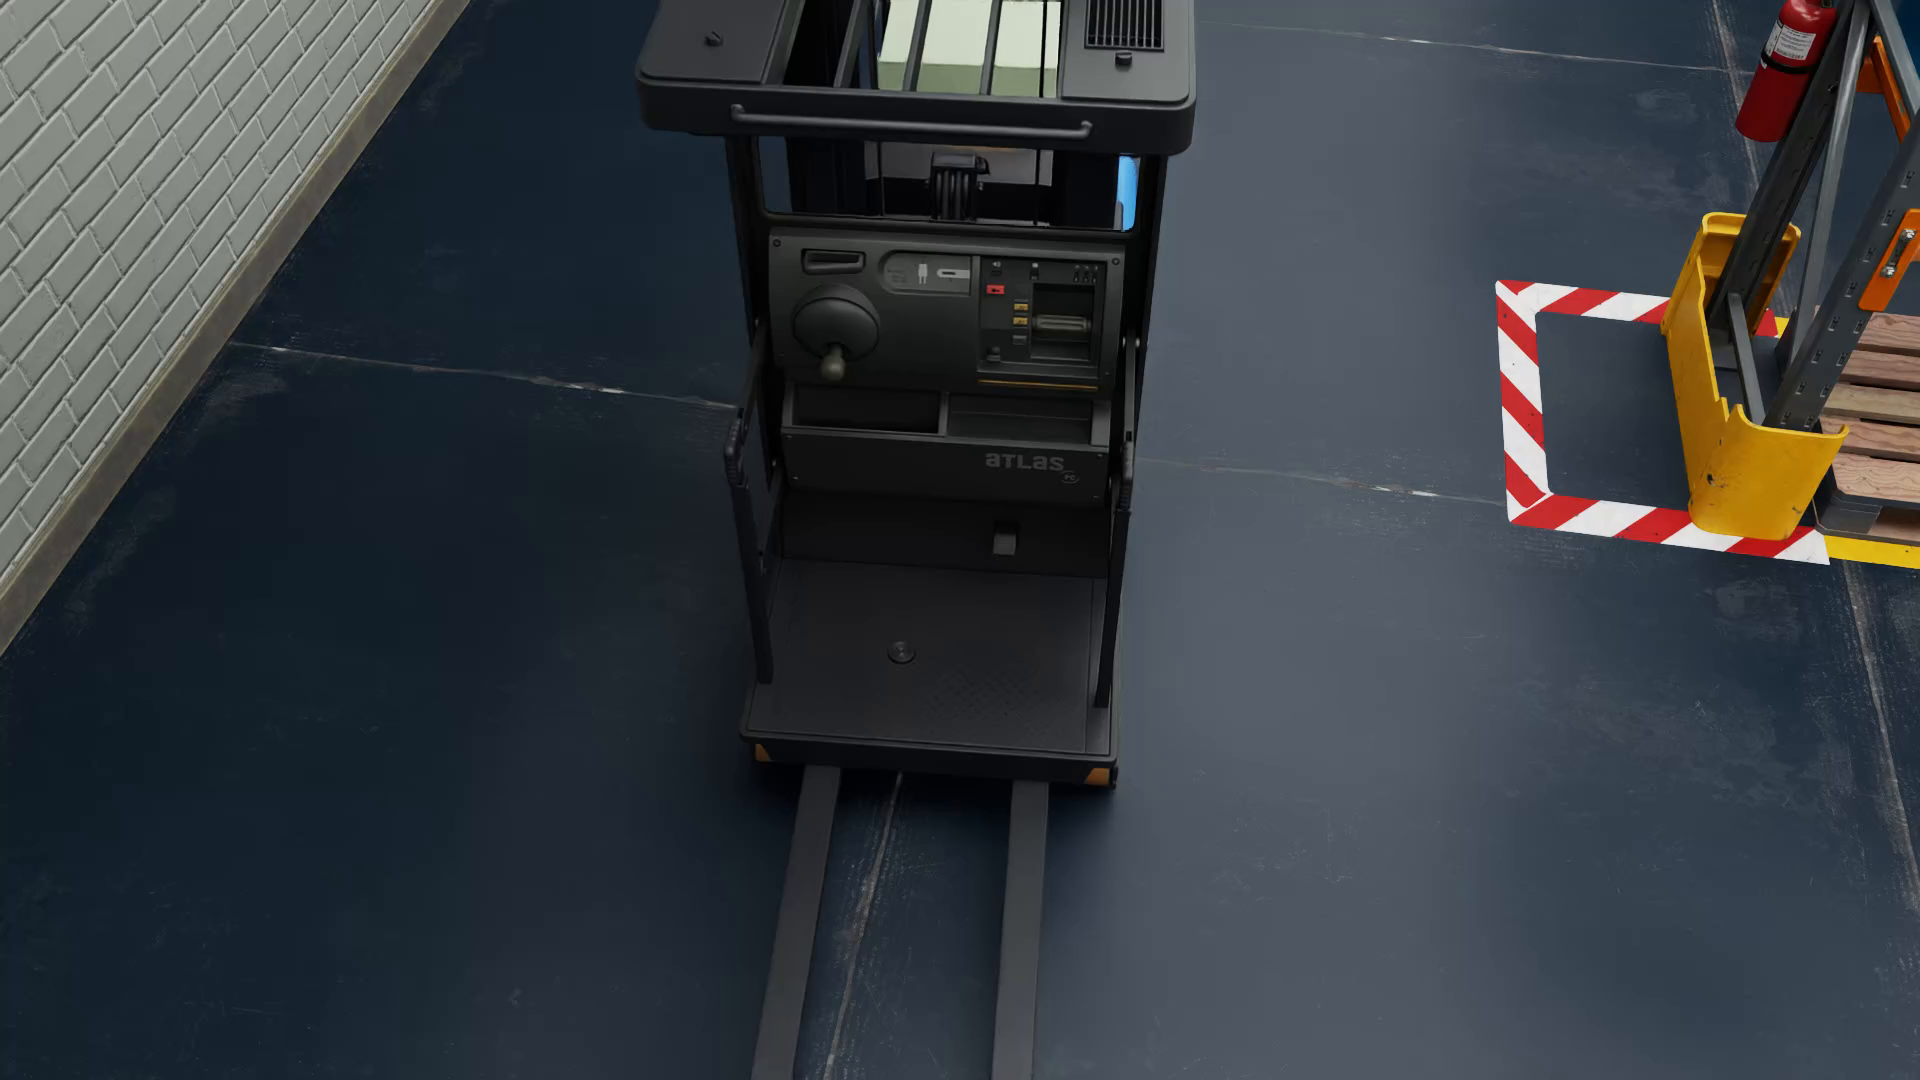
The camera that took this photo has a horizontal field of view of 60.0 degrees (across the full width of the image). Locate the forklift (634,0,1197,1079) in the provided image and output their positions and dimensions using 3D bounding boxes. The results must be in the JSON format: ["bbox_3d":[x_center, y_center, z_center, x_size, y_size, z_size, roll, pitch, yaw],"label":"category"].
[{"bbox_3d":[-0.056,-0.500,4.229,1.130,2.935,3.031,4,48,3],"label":"forklift"}]

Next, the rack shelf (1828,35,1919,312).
[{"bbox_3d":[4.811,-0.943,5.064,4.000,0.370,1.077,8,49,7],"label":"rack shelf"}]

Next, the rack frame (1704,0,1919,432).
[{"bbox_3d":[2.843,-1.448,5.034,0.127,3.000,1.000,8,49,7],"label":"rack frame"}]

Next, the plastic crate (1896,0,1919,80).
[{"bbox_3d":[3.206,-1.572,5.082,0.499,0.435,0.616,8,49,7],"label":"plastic crate"}]

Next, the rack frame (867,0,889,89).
[{"bbox_3d":[-0.268,-1.342,5.948,0.023,1.500,0.400,3,48,3],"label":"rack frame"}]

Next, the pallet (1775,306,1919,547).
[{"bbox_3d":[3.648,-0.378,5.948,1.213,0.211,1.003,8,49,7],"label":"pallet"}]

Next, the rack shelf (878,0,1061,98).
[{"bbox_3d":[0.097,-1.583,5.639,0.720,0.370,0.431,3,48,3],"label":"rack shelf"}]

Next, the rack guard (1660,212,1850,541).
[{"bbox_3d":[2.817,-0.606,5.958,0.348,0.500,1.175,8,49,7],"label":"rack guard"}]

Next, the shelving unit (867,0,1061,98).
[{"bbox_3d":[0.097,-1.322,5.929,0.755,1.500,0.431,3,48,3],"label":"shelving unit"}]

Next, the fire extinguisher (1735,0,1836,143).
[{"bbox_3d":[2.775,-1.650,5.518,0.183,0.674,0.296,8,49,7],"label":"fire extinguisher"}]
